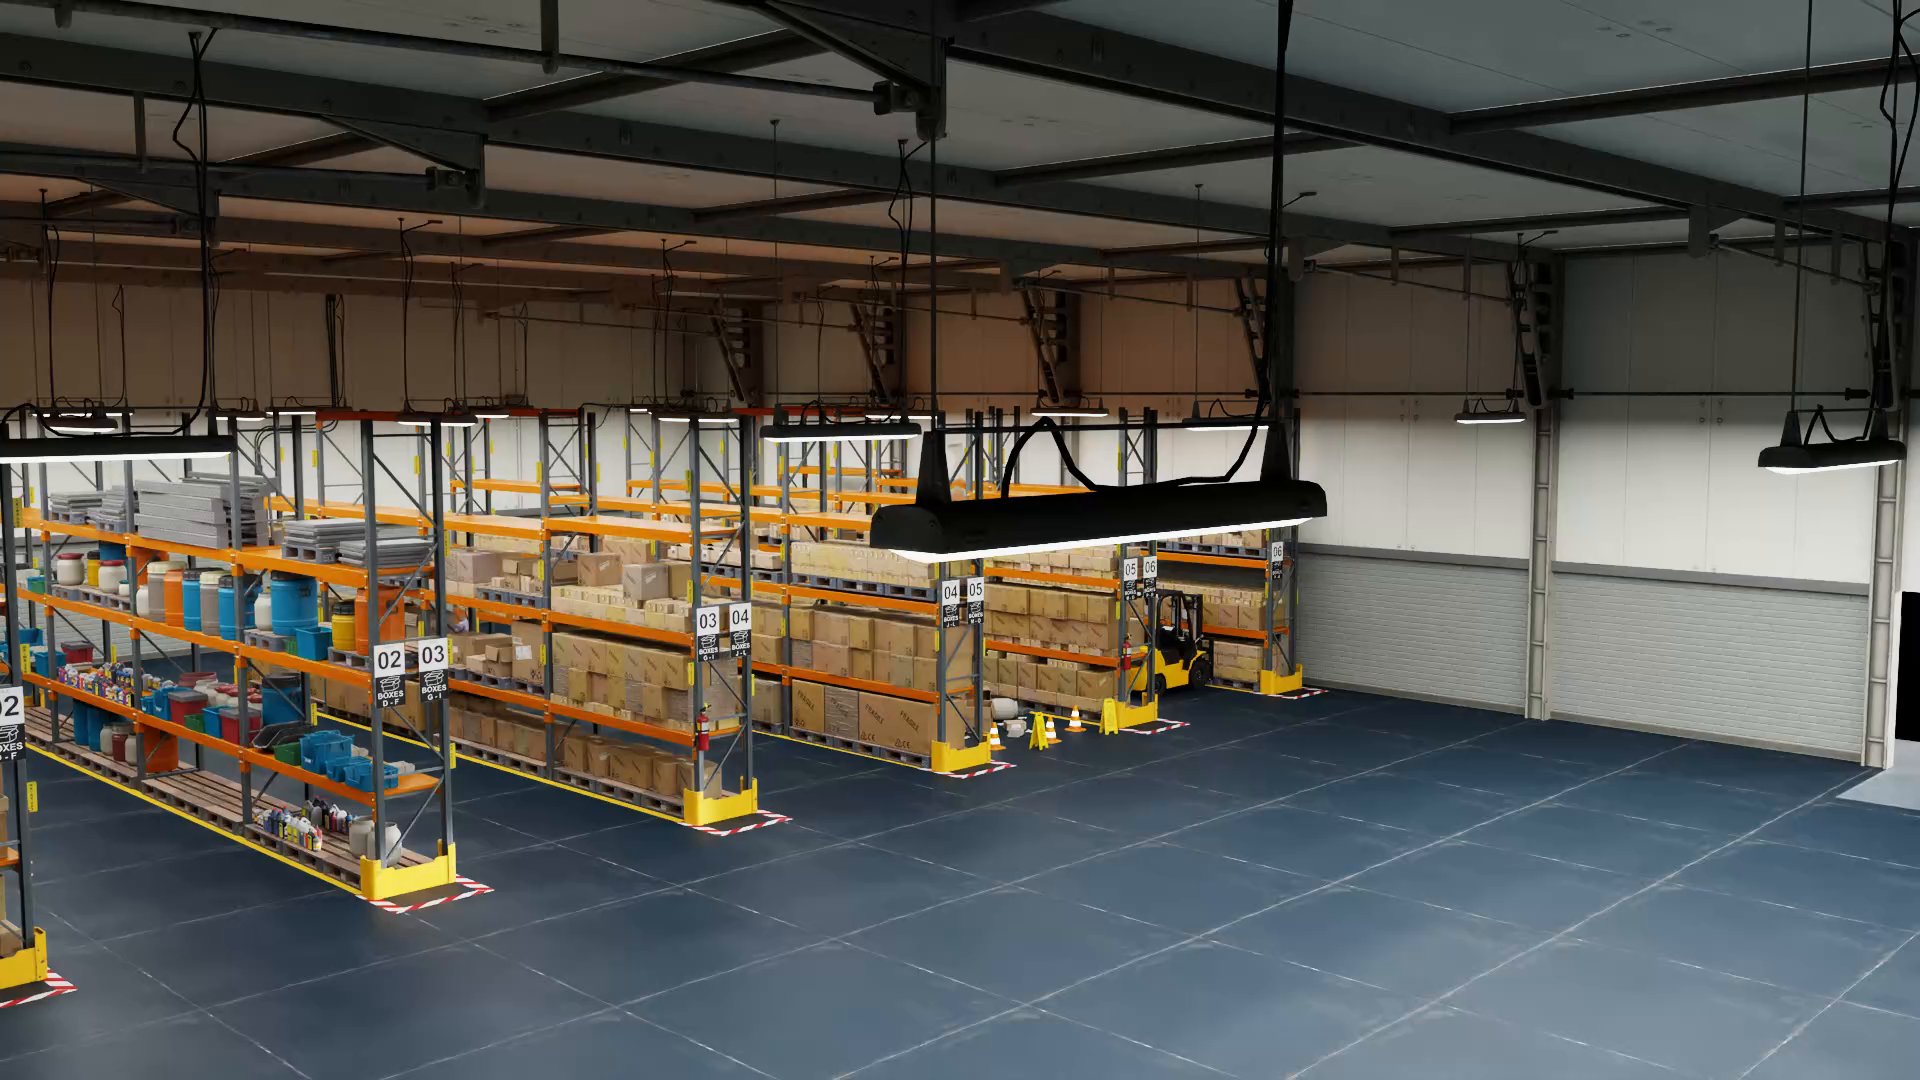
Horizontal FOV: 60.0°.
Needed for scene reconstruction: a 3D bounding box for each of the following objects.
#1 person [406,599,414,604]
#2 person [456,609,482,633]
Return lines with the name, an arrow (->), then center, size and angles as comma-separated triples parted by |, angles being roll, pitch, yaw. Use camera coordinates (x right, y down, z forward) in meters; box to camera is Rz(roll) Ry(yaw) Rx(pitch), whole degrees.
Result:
person -> -12.918, 2.147, 38.792 | 0.612, 1.535, 0.470 | 1, 5, 14
person -> -10.758, 2.324, 36.519 | 0.550, 1.587, 0.616 | 4, 7, 41
